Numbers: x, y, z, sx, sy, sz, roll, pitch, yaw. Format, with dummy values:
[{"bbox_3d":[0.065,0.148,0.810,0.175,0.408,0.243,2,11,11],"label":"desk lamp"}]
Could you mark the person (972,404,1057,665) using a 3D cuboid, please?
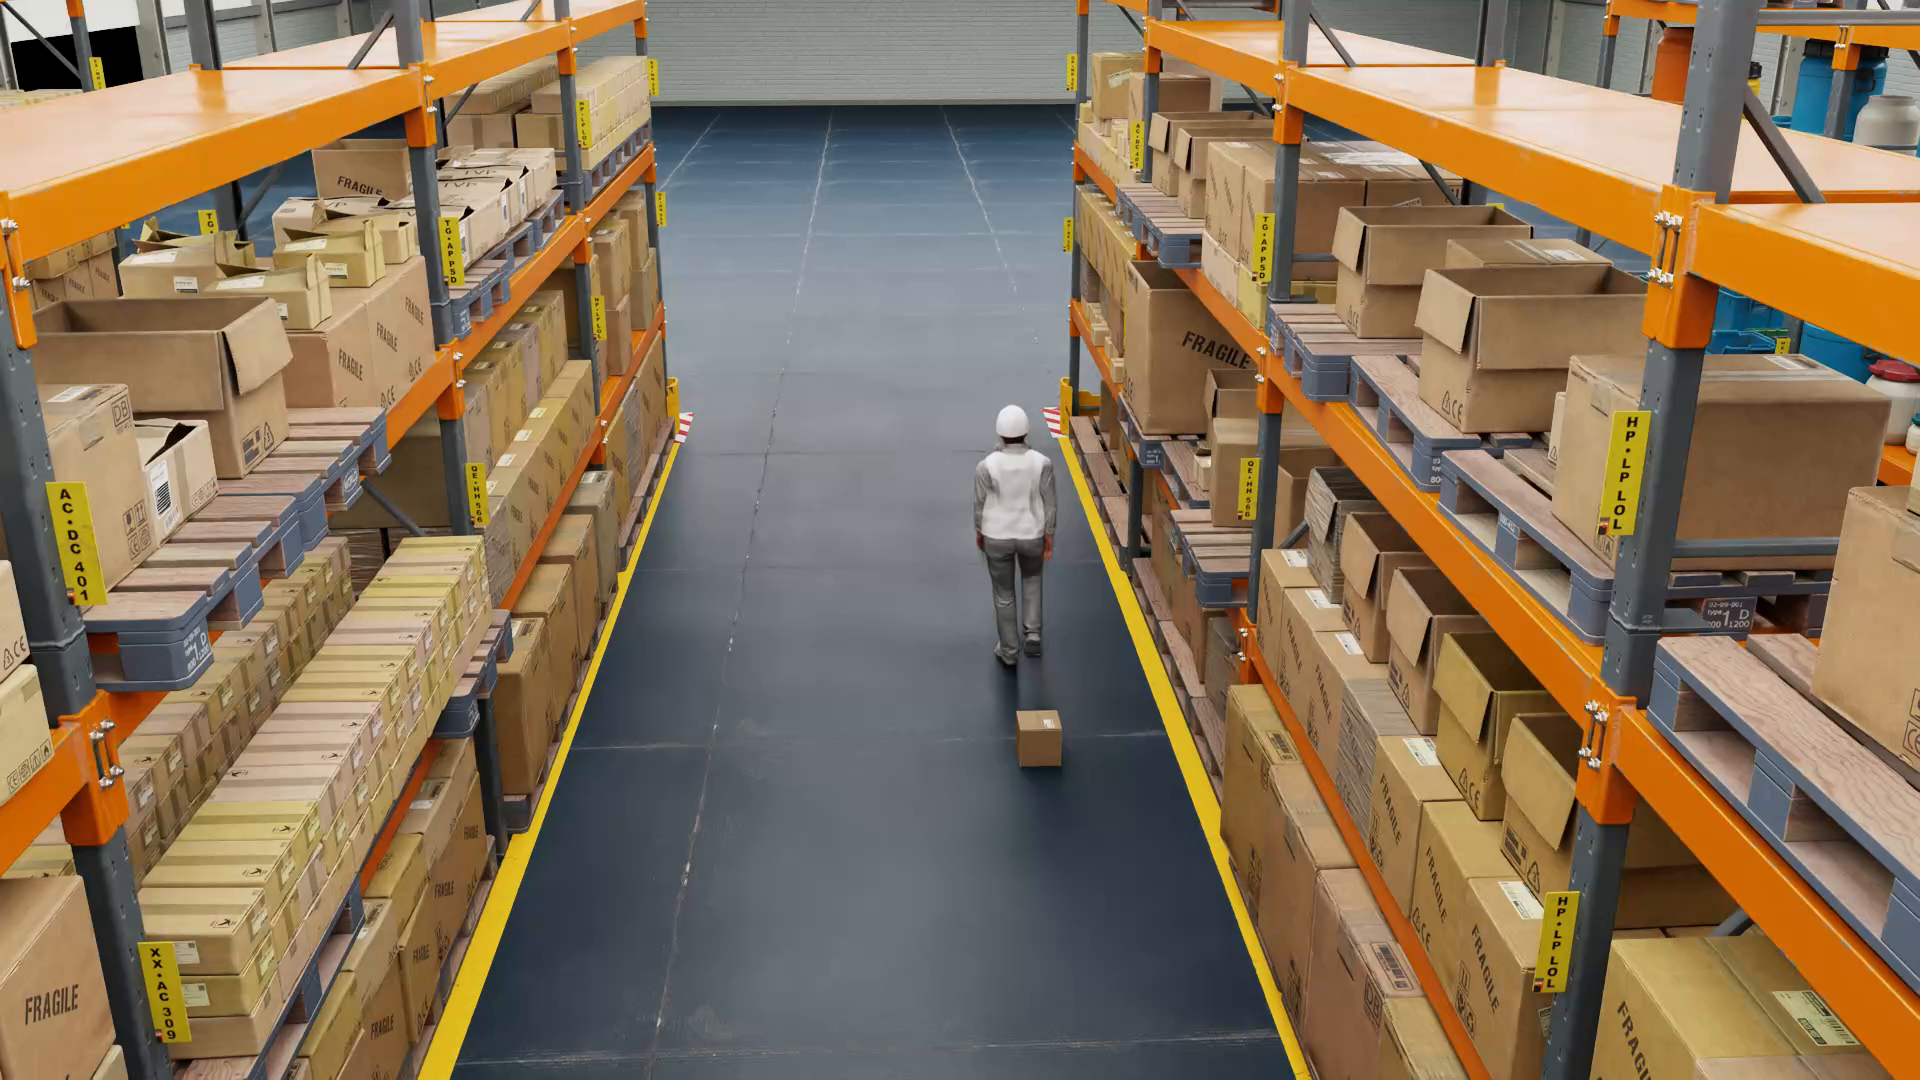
[{"bbox_3d":[0.352,-0.035,11.128,0.547,1.816,0.501,-3,20,-8],"label":"person"}]
